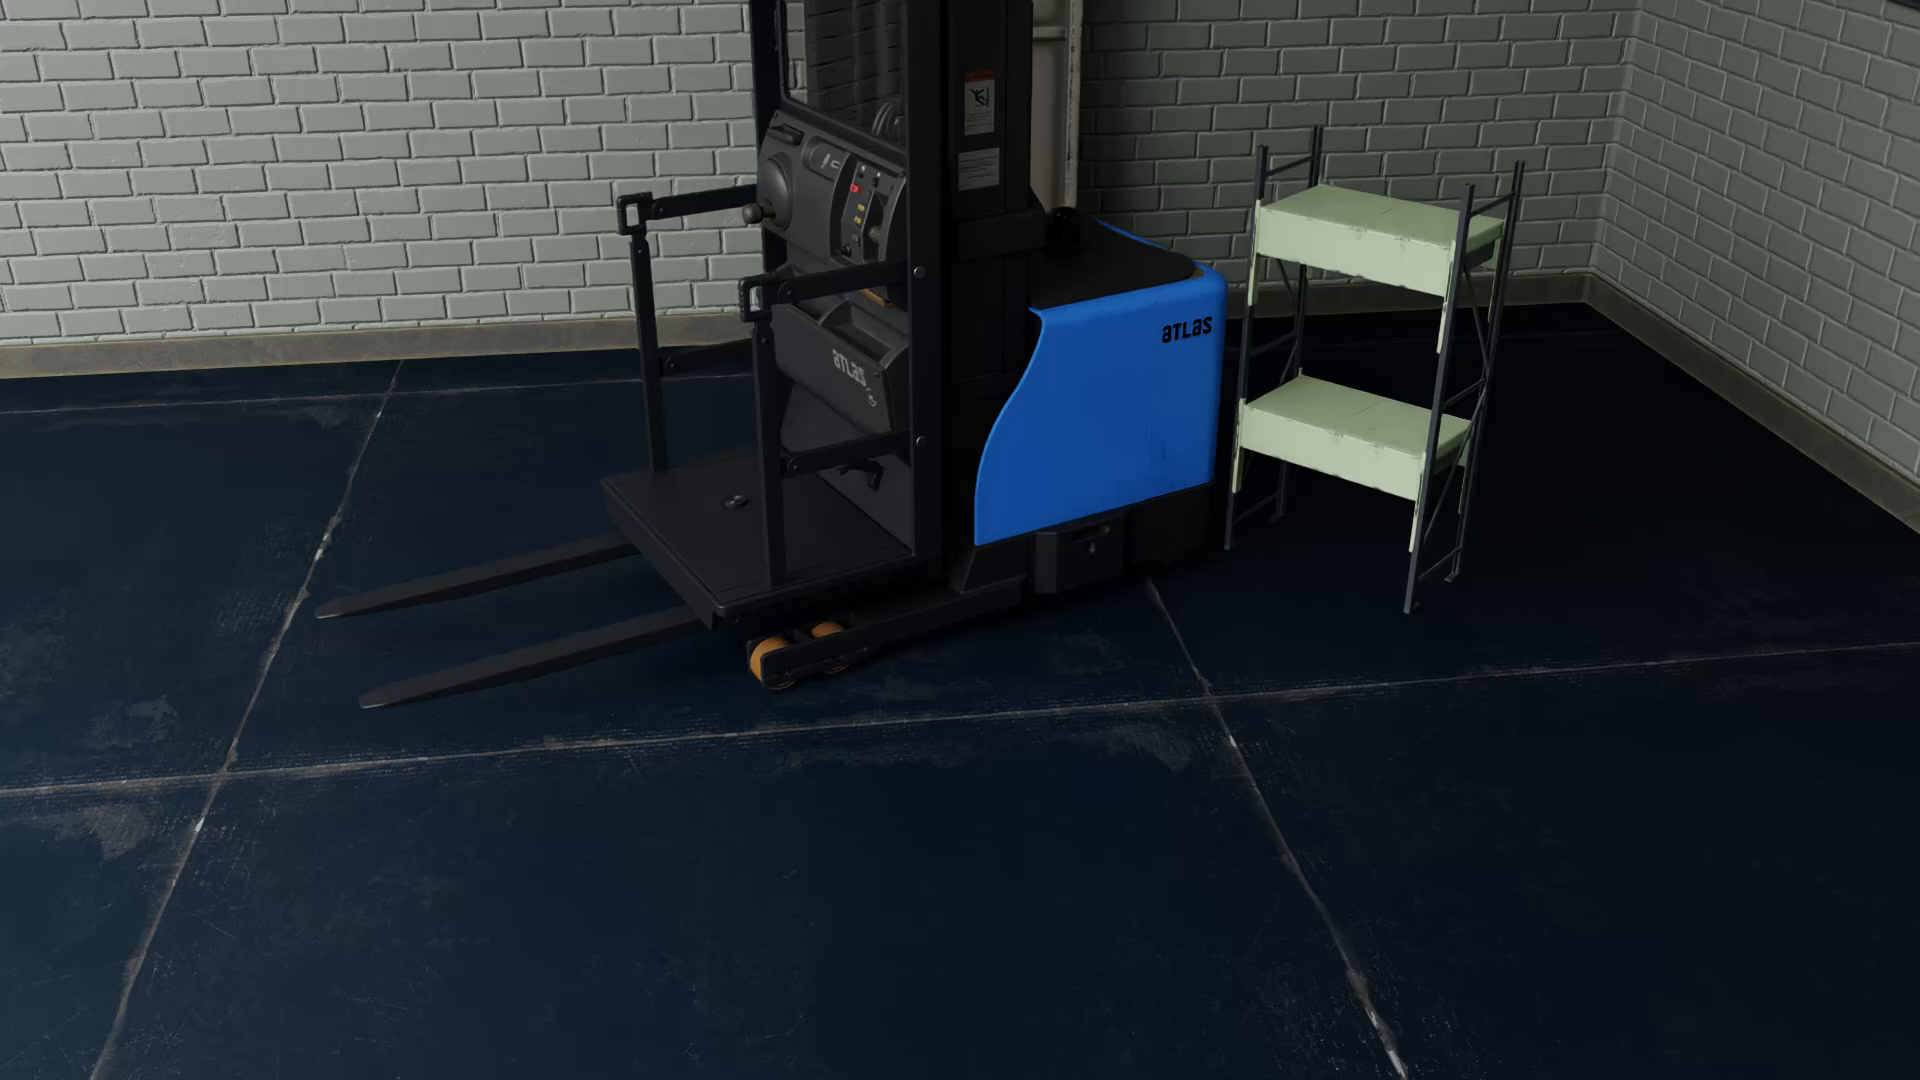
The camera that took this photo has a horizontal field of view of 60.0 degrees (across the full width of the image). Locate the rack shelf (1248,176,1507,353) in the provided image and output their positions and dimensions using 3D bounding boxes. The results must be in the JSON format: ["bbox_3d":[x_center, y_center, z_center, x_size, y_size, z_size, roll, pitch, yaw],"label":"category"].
[{"bbox_3d":[1.398,-0.939,5.581,0.720,0.370,0.431,22,34,36],"label":"rack shelf"}]

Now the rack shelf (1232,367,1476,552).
[{"bbox_3d":[1.398,-0.301,5.907,0.720,0.370,0.431,22,34,36],"label":"rack shelf"}]

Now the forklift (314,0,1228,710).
[{"bbox_3d":[-0.596,-1.101,5.185,3.031,2.935,1.130,-15,31,-27],"label":"forklift"}]

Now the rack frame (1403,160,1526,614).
[{"bbox_3d":[1.675,-0.482,5.546,0.023,1.500,0.400,22,34,36],"label":"rack frame"}]

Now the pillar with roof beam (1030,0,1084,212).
[{"bbox_3d":[0.931,-3.056,2.349,0.400,9.000,9.100,-4,27,-7],"label":"pillar with roof beam"}]

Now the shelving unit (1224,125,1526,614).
[{"bbox_3d":[1.398,-0.591,5.759,0.755,1.500,0.431,22,34,36],"label":"shelving unit"}]

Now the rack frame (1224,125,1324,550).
[{"bbox_3d":[1.121,-0.701,5.972,0.023,1.500,0.400,22,34,36],"label":"rack frame"}]
